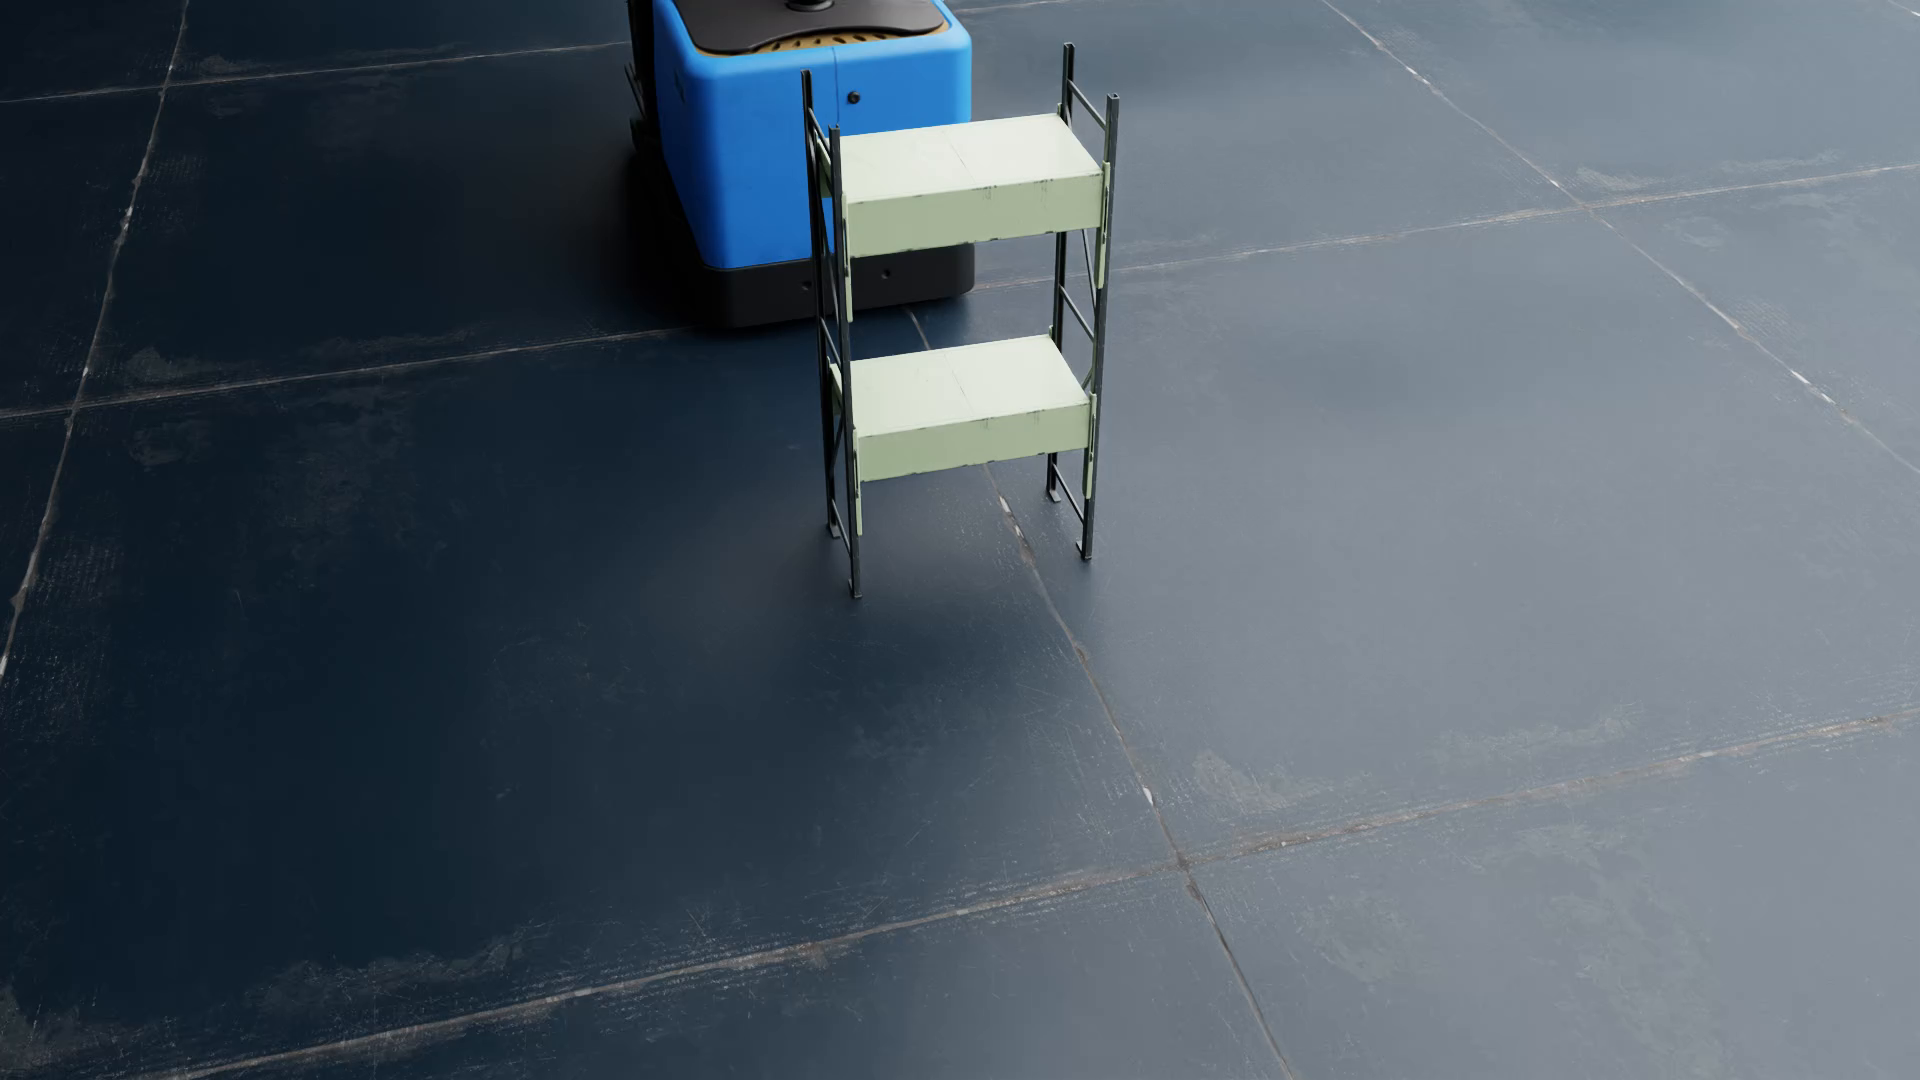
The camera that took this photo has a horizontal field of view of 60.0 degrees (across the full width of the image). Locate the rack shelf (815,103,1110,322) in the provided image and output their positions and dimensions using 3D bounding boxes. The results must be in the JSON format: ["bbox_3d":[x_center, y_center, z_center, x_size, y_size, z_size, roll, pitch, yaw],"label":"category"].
[{"bbox_3d":[-0.006,-0.905,4.556,0.720,0.370,0.431,-9,38,-12],"label":"rack shelf"}]

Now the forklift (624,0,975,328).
[{"bbox_3d":[-0.854,-2.846,6.558,1.130,2.935,3.031,-10,39,-13],"label":"forklift"}]

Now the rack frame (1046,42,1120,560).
[{"bbox_3d":[0.347,-0.653,4.869,0.023,1.500,0.400,-9,38,-12],"label":"rack frame"}]

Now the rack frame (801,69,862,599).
[{"bbox_3d":[-0.360,-0.537,4.717,0.023,1.500,0.400,-9,38,-12],"label":"rack frame"}]

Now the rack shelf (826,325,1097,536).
[{"bbox_3d":[-0.006,-0.336,4.991,0.720,0.370,0.431,-9,38,-12],"label":"rack shelf"}]

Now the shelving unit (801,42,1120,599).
[{"bbox_3d":[-0.006,-0.595,4.793,0.755,1.500,0.431,-9,38,-12],"label":"shelving unit"}]
